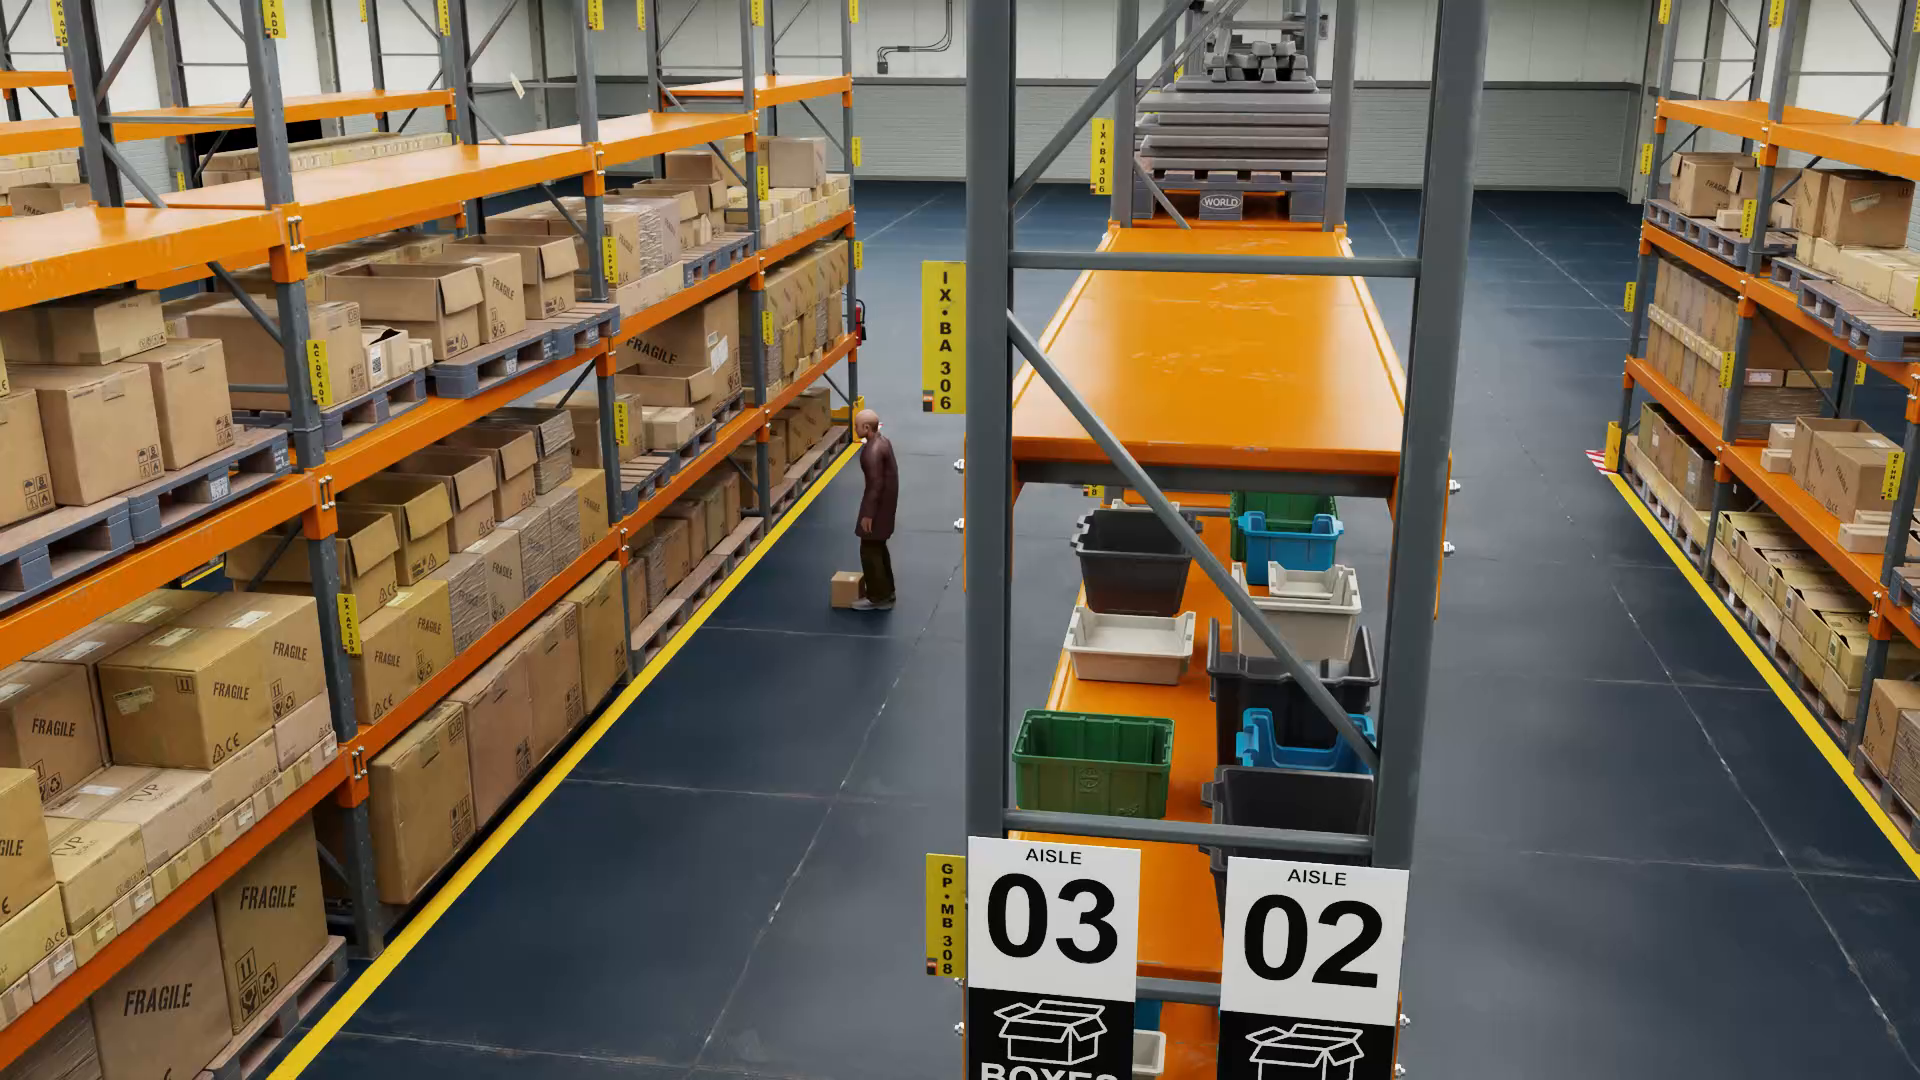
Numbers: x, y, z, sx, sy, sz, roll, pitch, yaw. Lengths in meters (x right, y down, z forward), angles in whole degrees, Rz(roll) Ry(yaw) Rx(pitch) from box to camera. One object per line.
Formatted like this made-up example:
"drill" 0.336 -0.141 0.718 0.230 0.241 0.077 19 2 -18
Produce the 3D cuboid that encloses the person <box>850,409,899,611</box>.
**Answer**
"person" -0.745 -0.271 14.445 0.427 1.773 0.652 2 18 5
